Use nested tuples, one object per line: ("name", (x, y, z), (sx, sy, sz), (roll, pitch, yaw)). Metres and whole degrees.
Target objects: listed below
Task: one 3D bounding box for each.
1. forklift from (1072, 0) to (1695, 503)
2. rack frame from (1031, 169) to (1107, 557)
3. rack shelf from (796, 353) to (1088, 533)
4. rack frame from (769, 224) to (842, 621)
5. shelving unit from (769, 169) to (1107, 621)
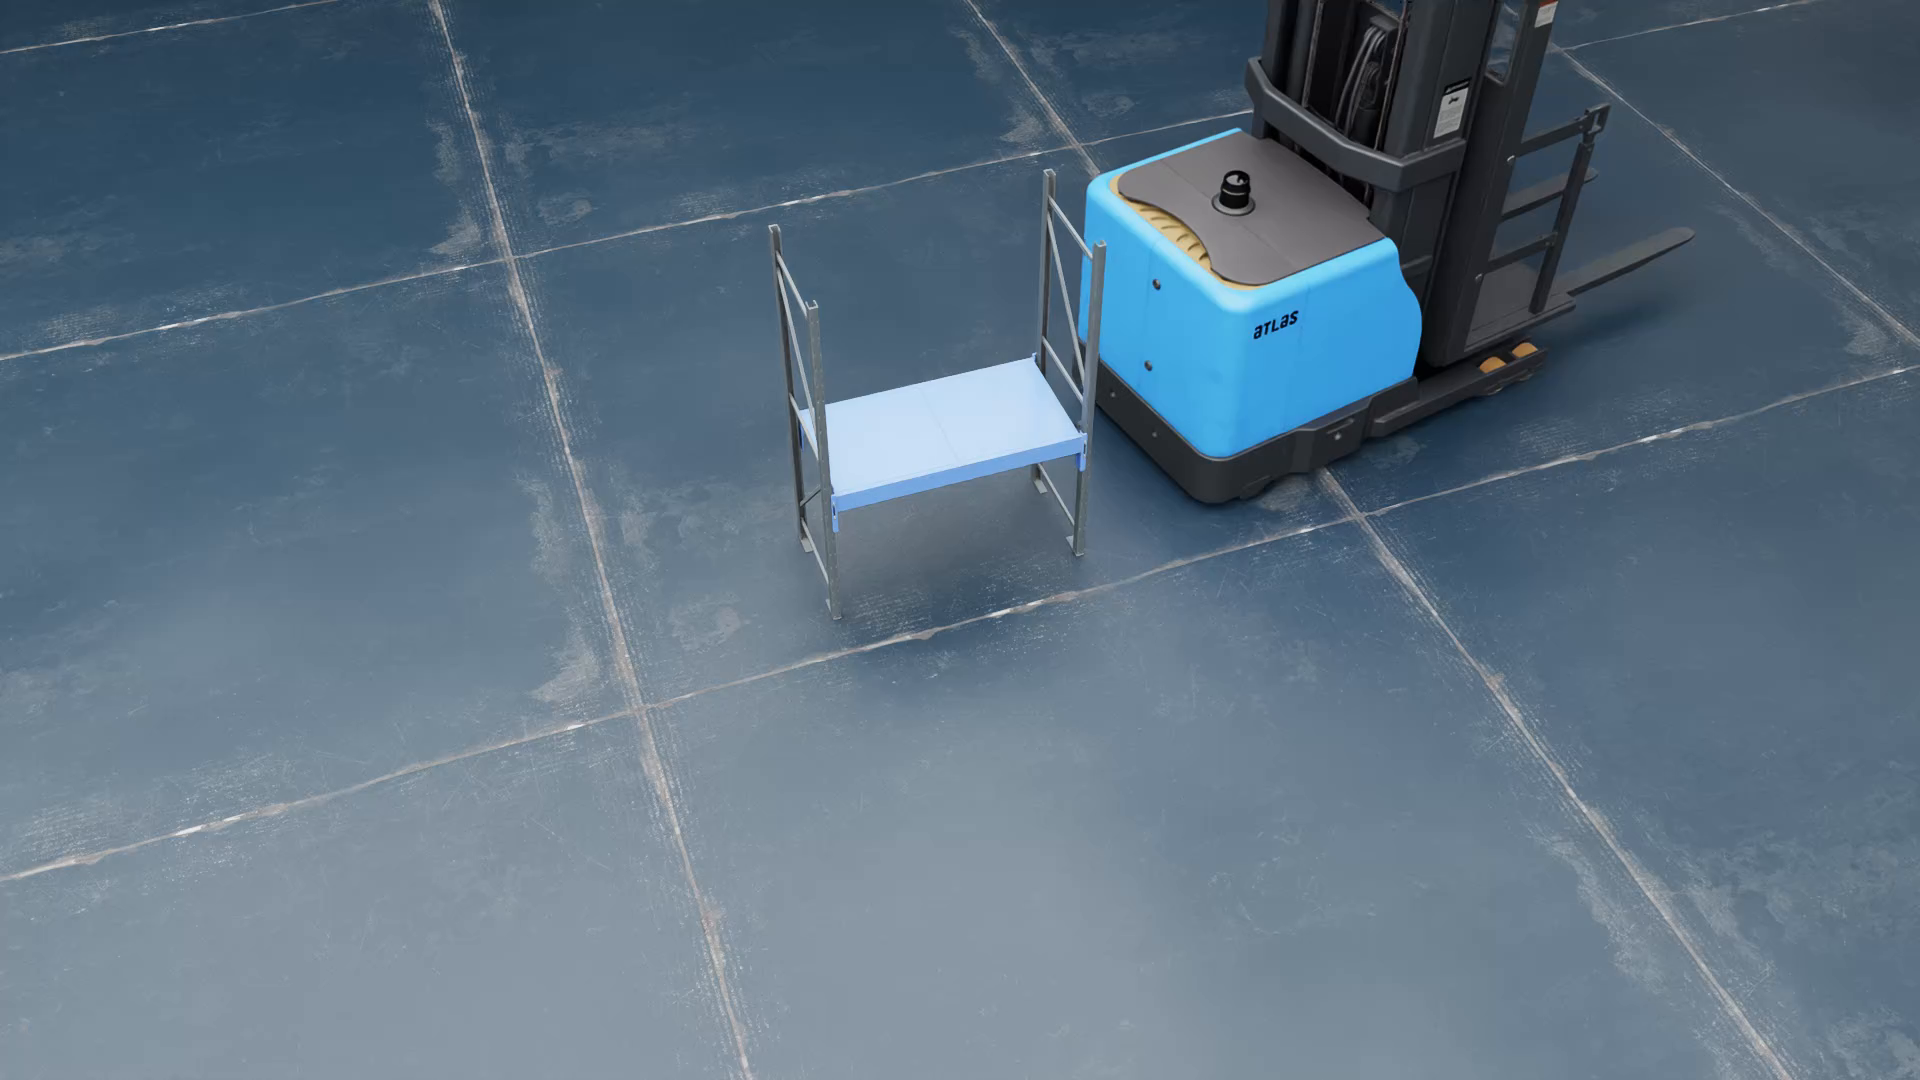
("forklift", (2.023, -1.978, 6.652), (3.031, 2.935, 1.130), (-23, 50, -21))
("rack frame", (0.398, -0.631, 6.320), (0.032, 1.500, 0.500), (-14, 47, -14))
("rack shelf", (-0.080, -0.382, 6.326), (1.000, 0.185, 0.538), (-14, 47, -14))
("rack frame", (-0.558, -0.387, 6.076), (0.032, 1.500, 0.500), (-14, 47, -14))
("shelving unit", (-0.080, -0.509, 6.198), (1.048, 1.500, 0.538), (-14, 47, -14))
